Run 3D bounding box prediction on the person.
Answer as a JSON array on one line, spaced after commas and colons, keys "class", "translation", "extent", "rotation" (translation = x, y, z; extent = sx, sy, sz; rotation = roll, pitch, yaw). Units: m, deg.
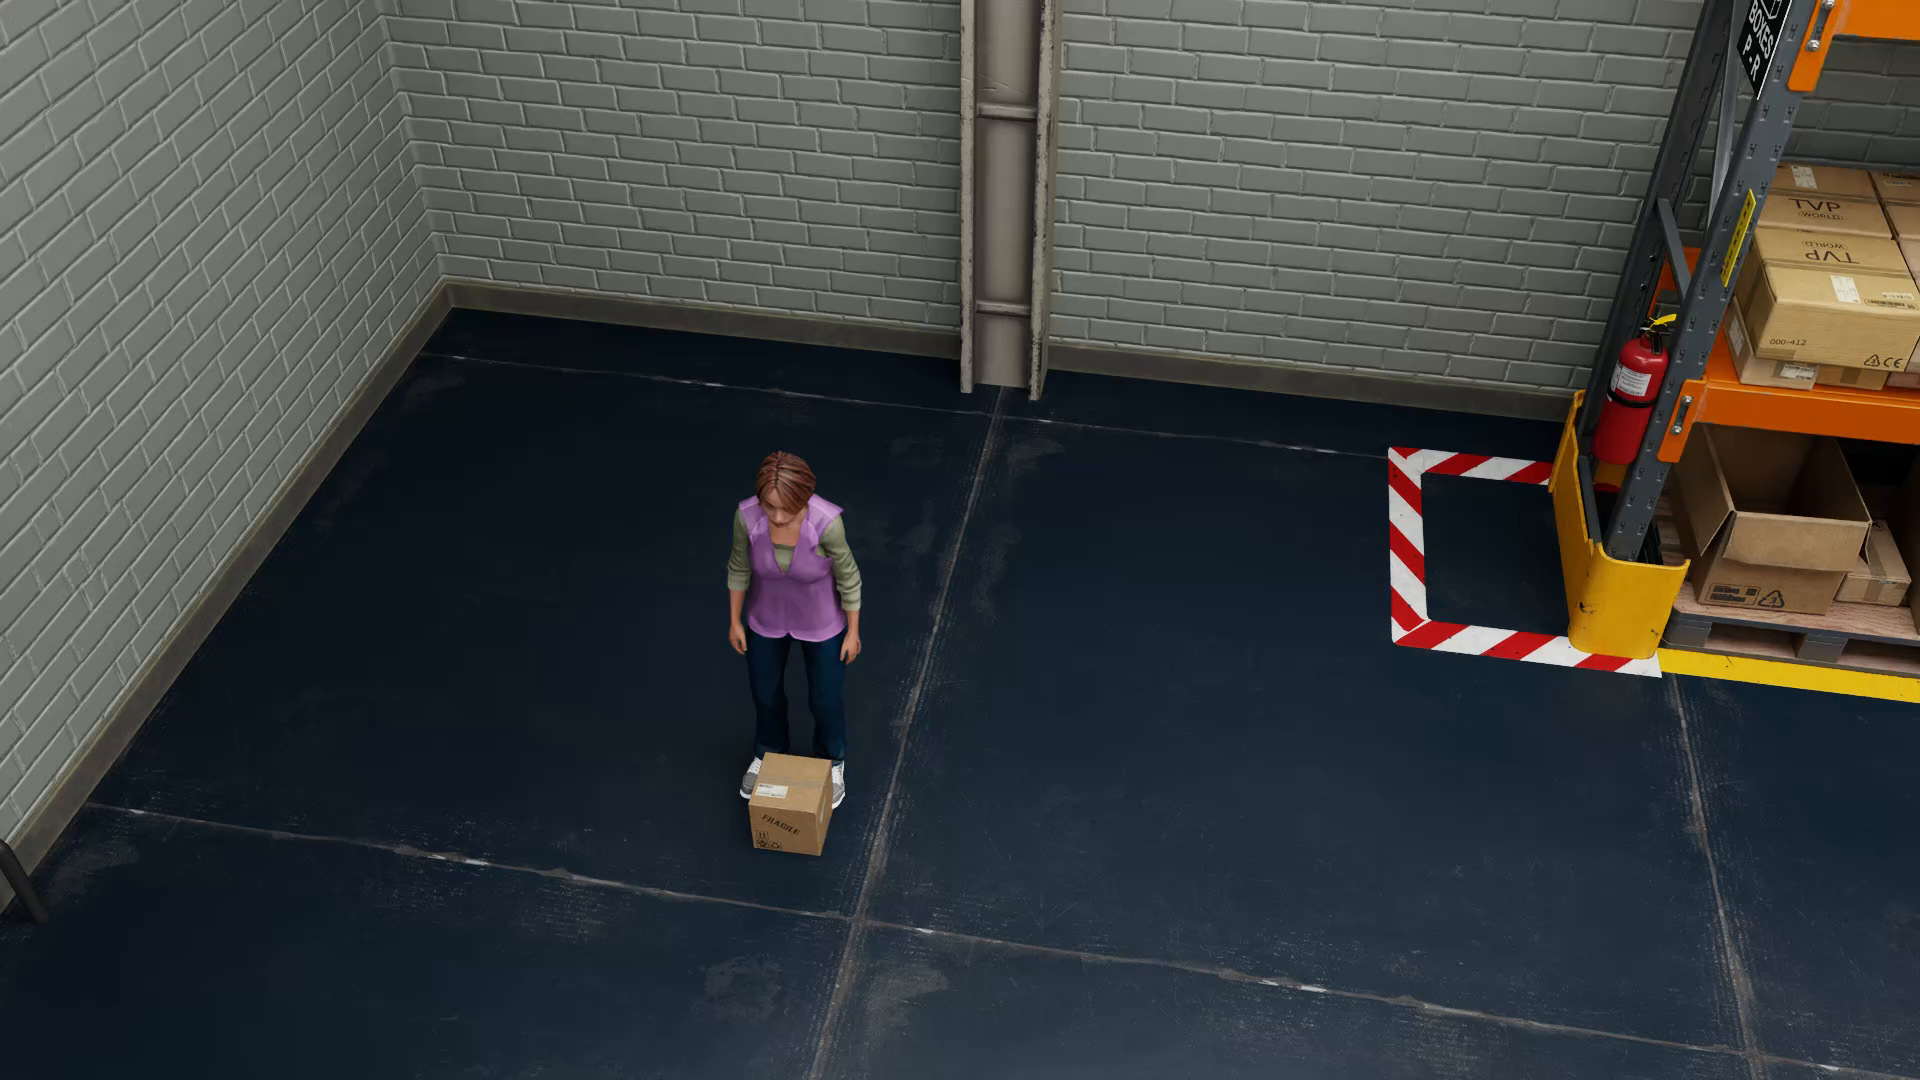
[{"class": "person", "translation": [-0.576, 0.303, 5.819], "extent": [0.481, 1.593, 0.343], "rotation": [5, 41, 6]}]
